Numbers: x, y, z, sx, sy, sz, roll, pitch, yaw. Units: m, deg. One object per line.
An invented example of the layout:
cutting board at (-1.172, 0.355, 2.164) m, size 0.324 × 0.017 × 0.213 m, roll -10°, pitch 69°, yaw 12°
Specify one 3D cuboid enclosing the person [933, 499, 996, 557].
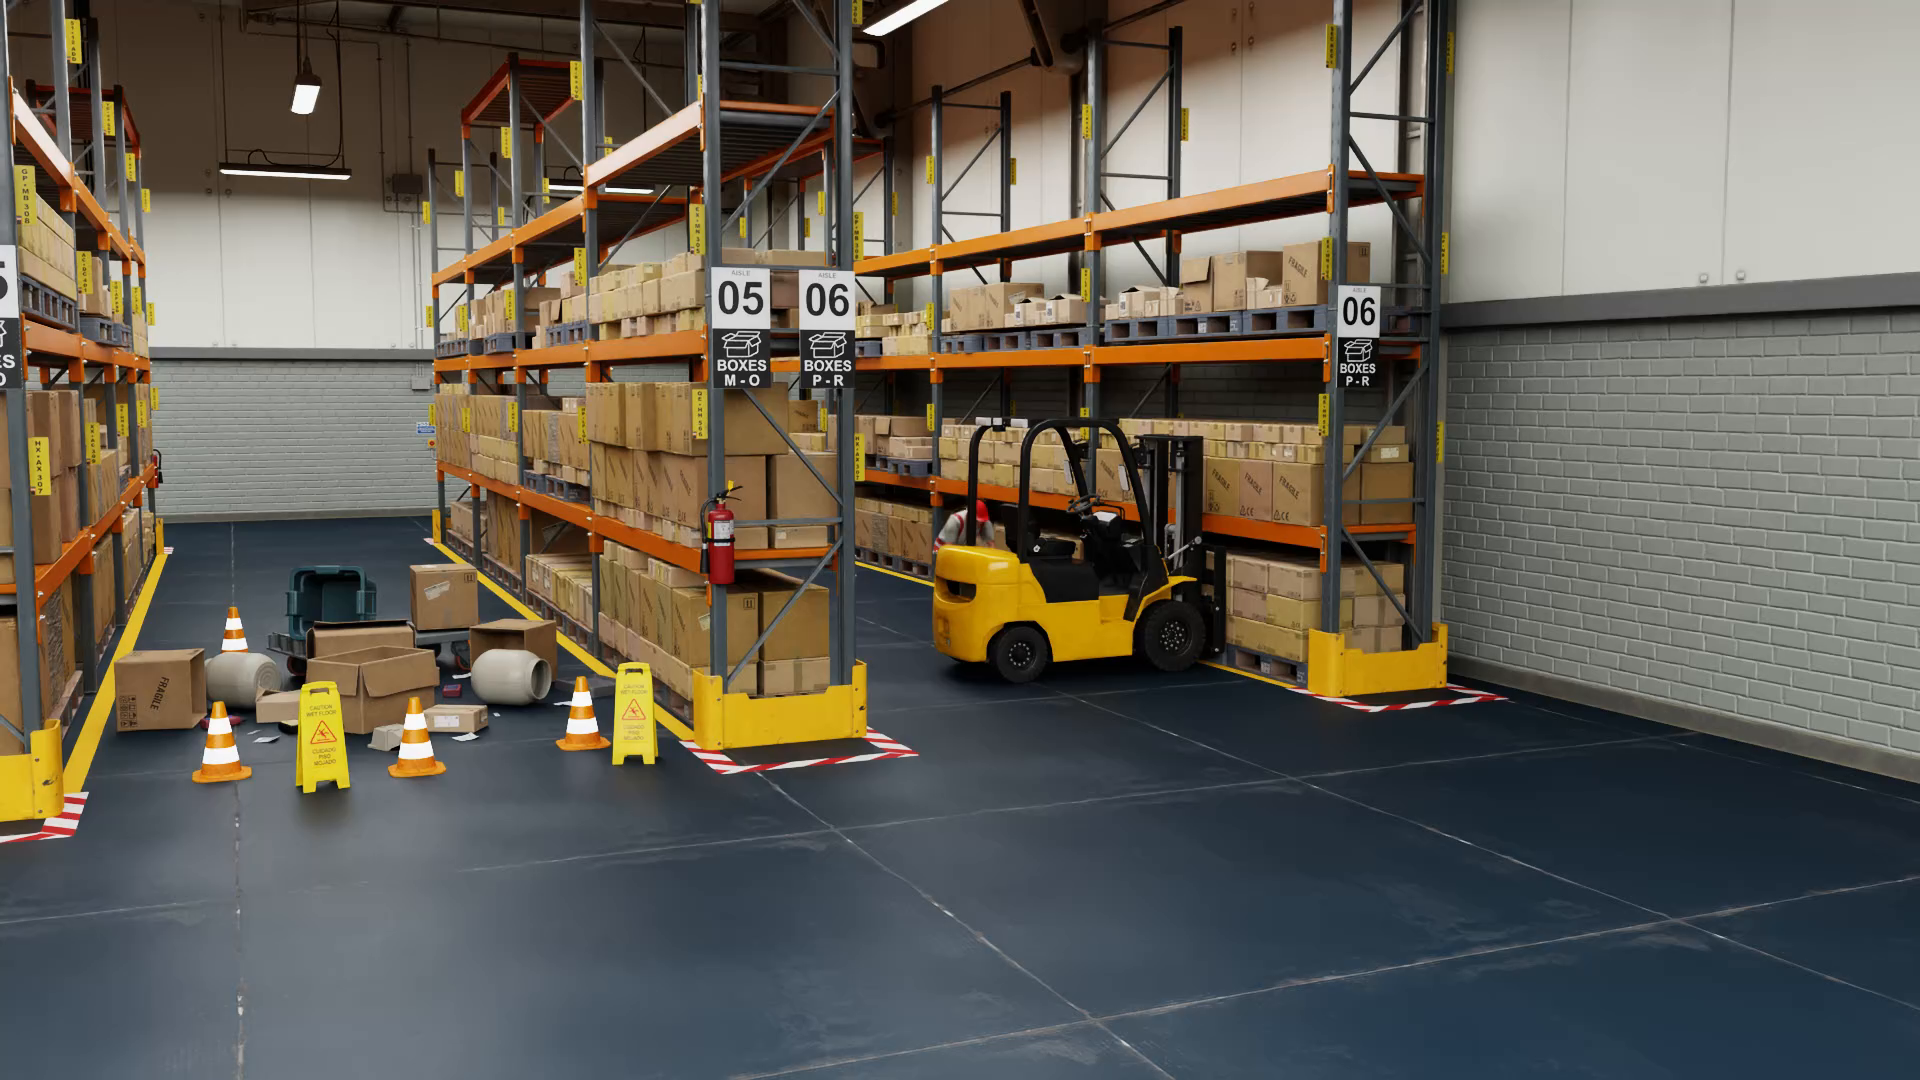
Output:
person at (0.063, 0.194, 17.317) m, size 0.586 × 1.267 × 0.814 m, roll -2°, pitch 6°, yaw -24°
